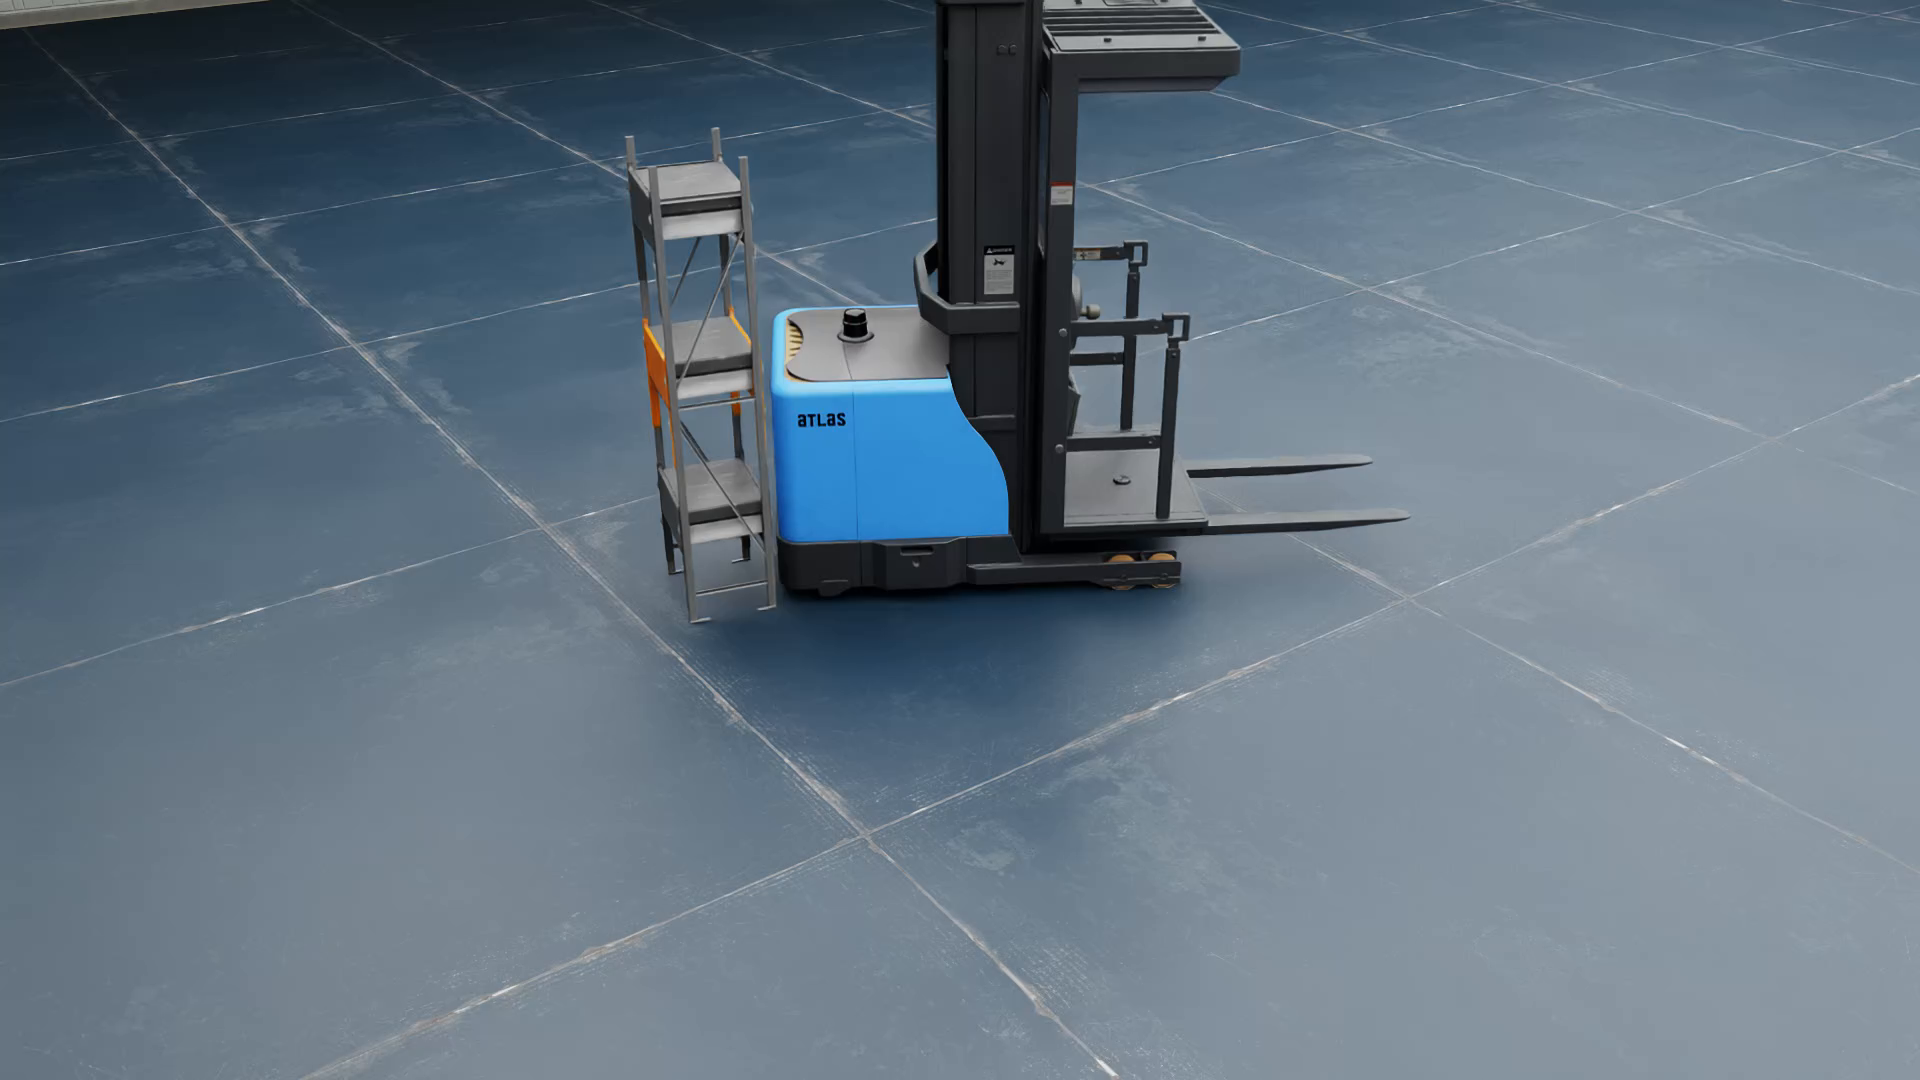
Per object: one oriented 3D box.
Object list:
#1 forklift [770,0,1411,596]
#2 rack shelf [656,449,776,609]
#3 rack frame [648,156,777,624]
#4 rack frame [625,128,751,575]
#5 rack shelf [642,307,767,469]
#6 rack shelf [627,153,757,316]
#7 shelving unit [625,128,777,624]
[{"bbox_3d":[0.631,-1.301,7.574,3.031,2.935,1.130,-2,29,-4],"label":"forklift"},{"bbox_3d":[-1.122,-0.058,7.648,0.431,0.518,0.480,-10,30,-18],"label":"rack shelf"},{"bbox_3d":[-1.039,-0.580,7.110,0.400,2.100,0.015,-10,30,-18],"label":"rack frame"},{"bbox_3d":[-1.209,-0.795,7.513,0.400,2.100,0.015,-10,30,-18],"label":"rack frame"},{"bbox_3d":[-1.124,-0.675,7.318,0.431,0.518,0.480,-10,30,-18],"label":"rack shelf"},{"bbox_3d":[-1.126,-1.292,6.987,0.431,0.518,0.480,-10,30,-18],"label":"rack shelf"},{"bbox_3d":[-1.124,-0.687,7.311,0.431,2.100,0.503,-10,30,-18],"label":"shelving unit"}]
